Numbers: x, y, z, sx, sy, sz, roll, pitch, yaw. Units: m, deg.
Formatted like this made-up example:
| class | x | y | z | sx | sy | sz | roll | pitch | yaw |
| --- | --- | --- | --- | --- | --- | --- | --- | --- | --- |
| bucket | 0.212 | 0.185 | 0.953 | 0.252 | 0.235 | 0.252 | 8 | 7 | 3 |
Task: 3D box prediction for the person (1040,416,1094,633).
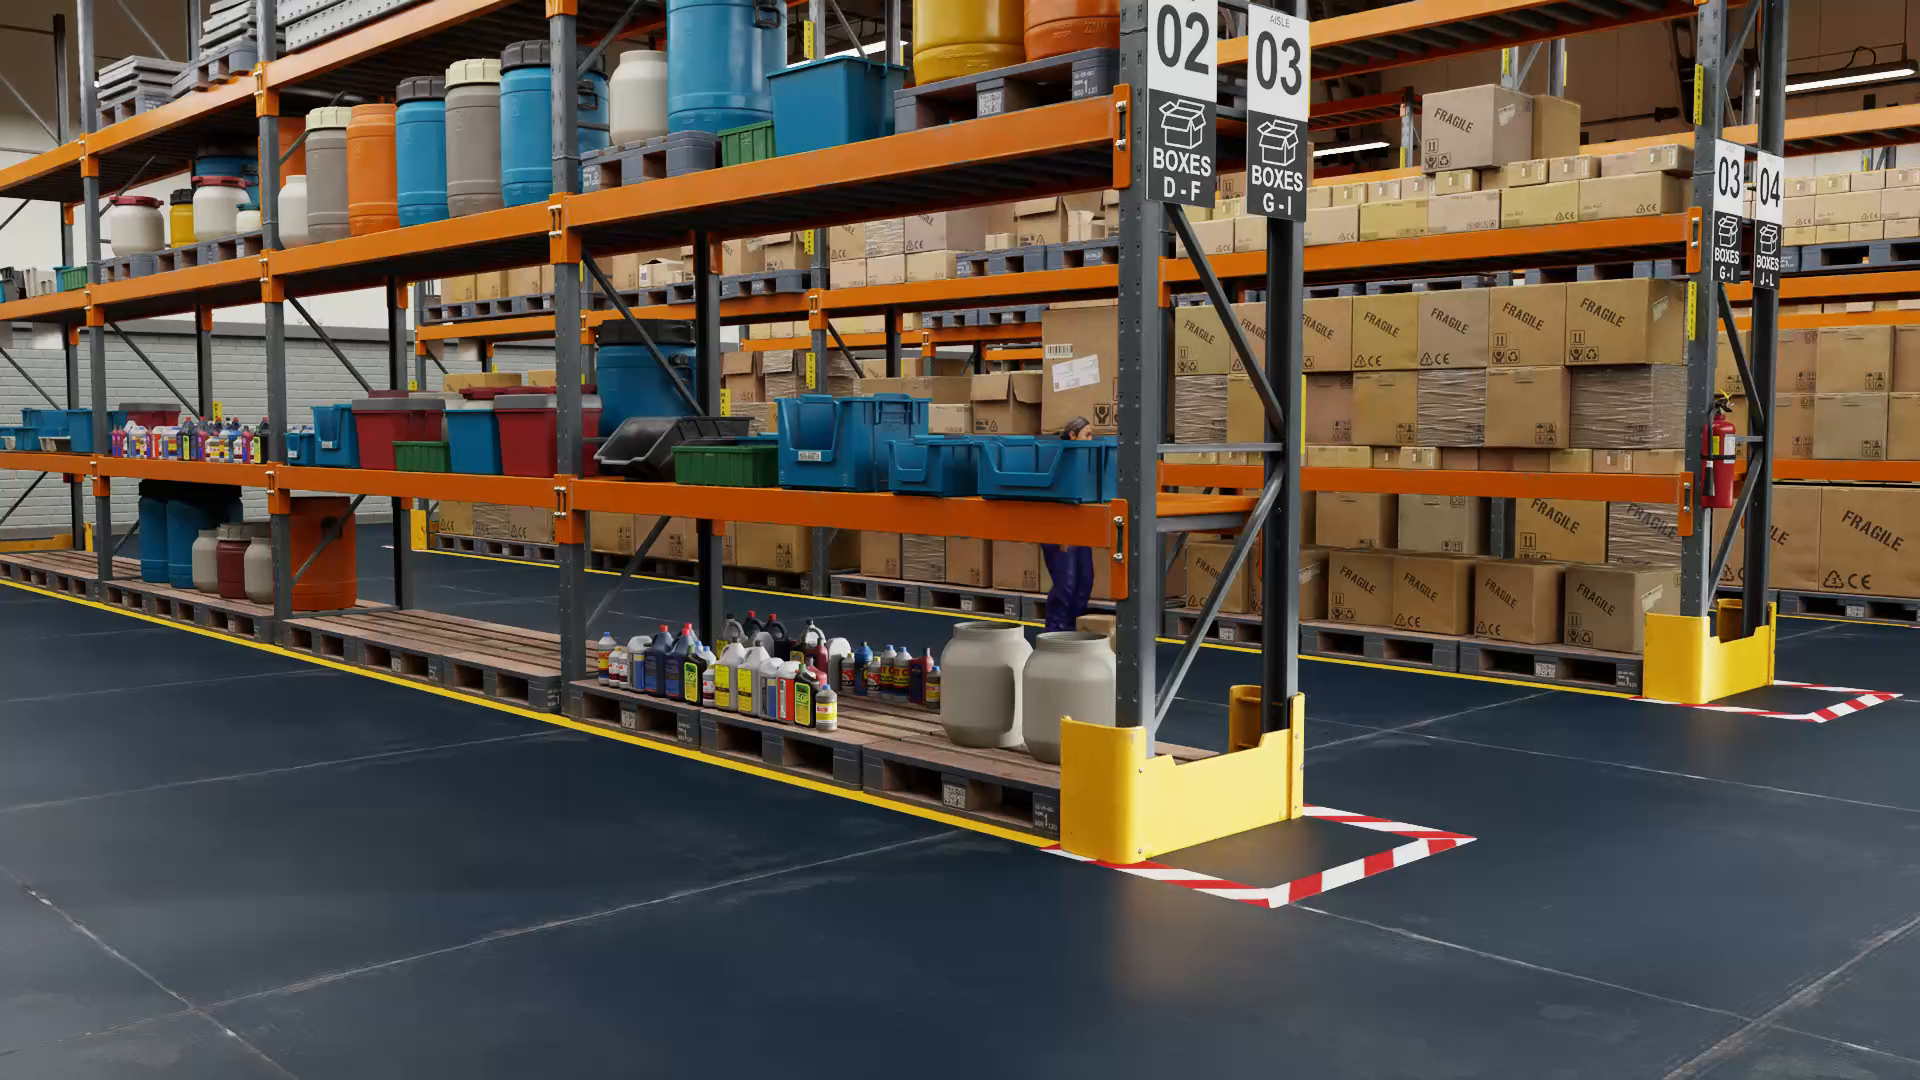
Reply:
| class | x | y | z | sx | sy | sz | roll | pitch | yaw |
| --- | --- | --- | --- | --- | --- | --- | --- | --- | --- |
| person | 0.762 | -0.042 | 11.694 | 0.372 | 1.652 | 0.539 | 2 | 5 | 28 |
